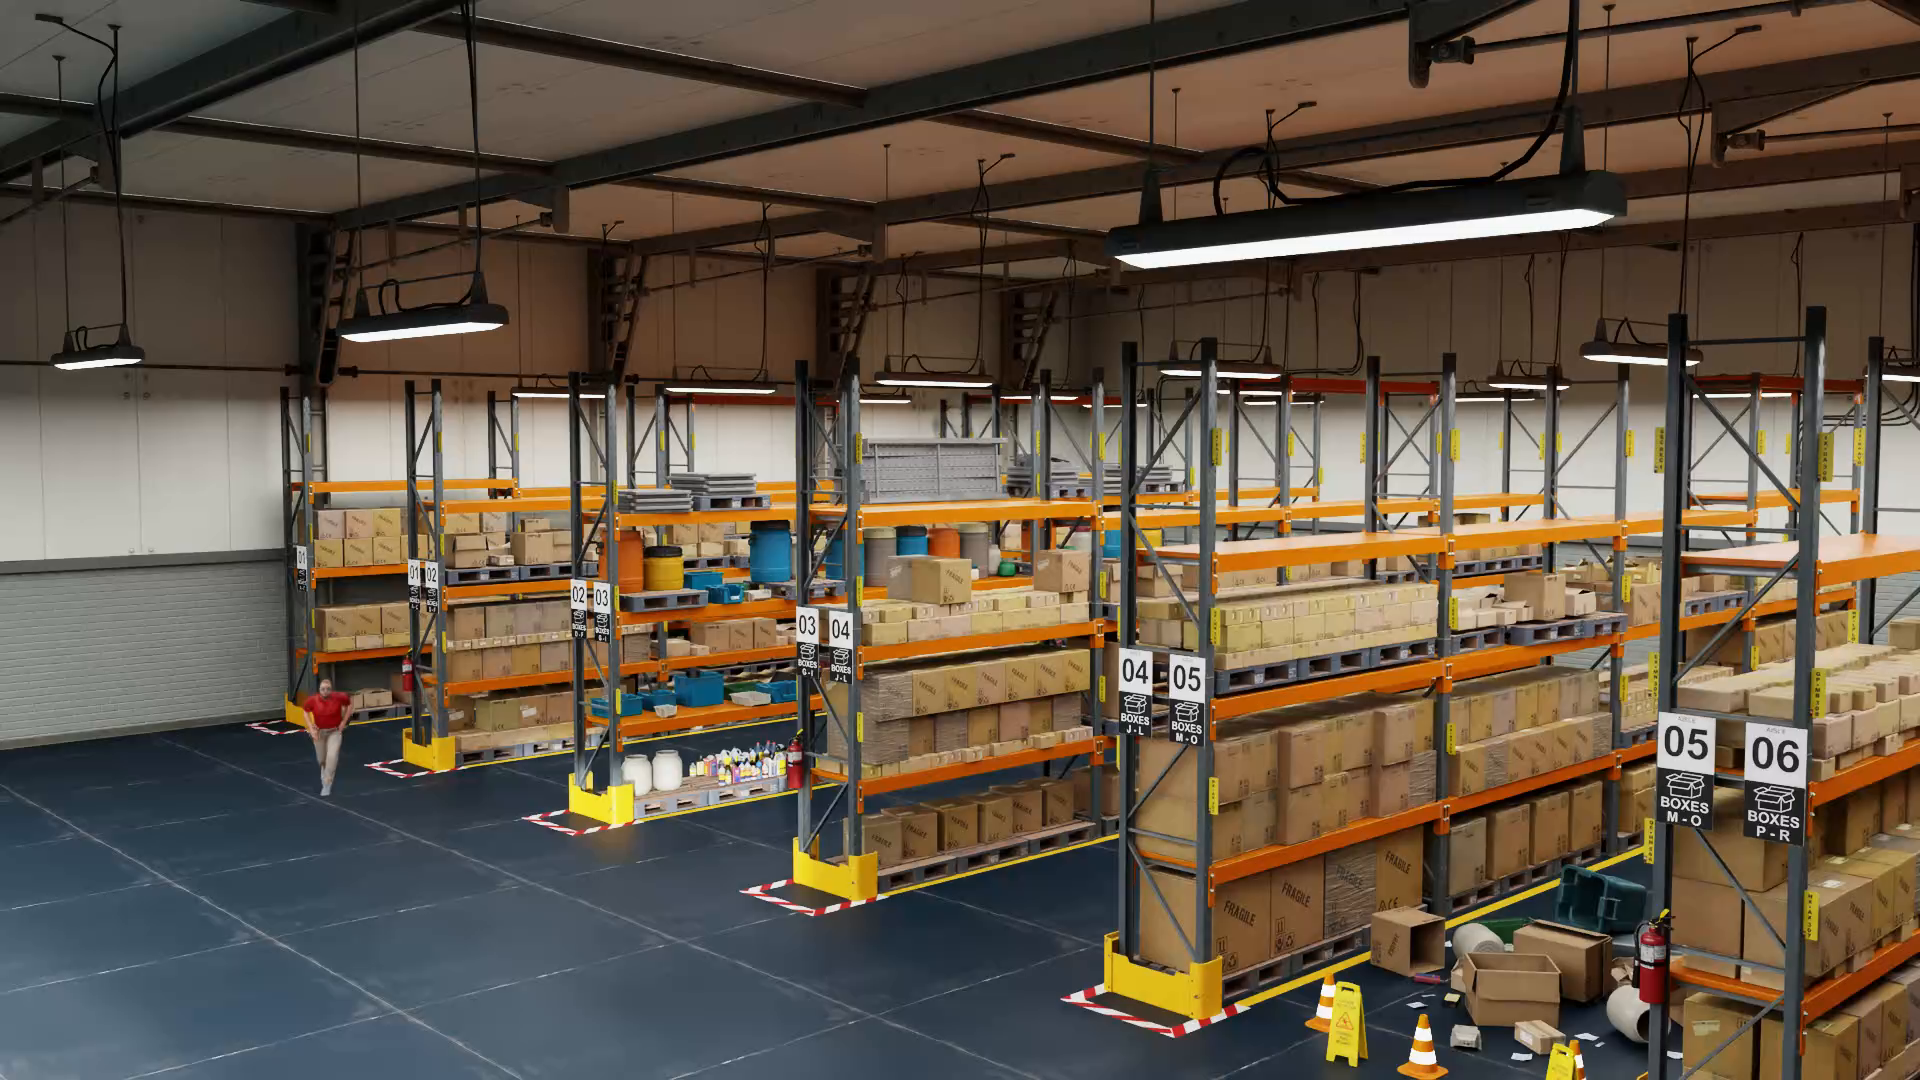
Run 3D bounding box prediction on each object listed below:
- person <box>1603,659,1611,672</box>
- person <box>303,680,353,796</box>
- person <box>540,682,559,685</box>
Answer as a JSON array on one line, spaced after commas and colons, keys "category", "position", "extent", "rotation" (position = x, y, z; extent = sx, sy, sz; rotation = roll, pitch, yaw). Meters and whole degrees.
[{"category": "person", "position": [9.899, 2.671, 25.251], "extent": [0.738, 1.733, 0.696], "rotation": [-3, 5, -36]}, {"category": "person", "position": [-9.171, 2.824, 24.137], "extent": [0.675, 1.703, 0.948], "rotation": [-2, 4, -23]}, {"category": "person", "position": [-7.168, 2.403, 29.268], "extent": [0.647, 1.776, 0.779], "rotation": [2, 4, 34]}]
